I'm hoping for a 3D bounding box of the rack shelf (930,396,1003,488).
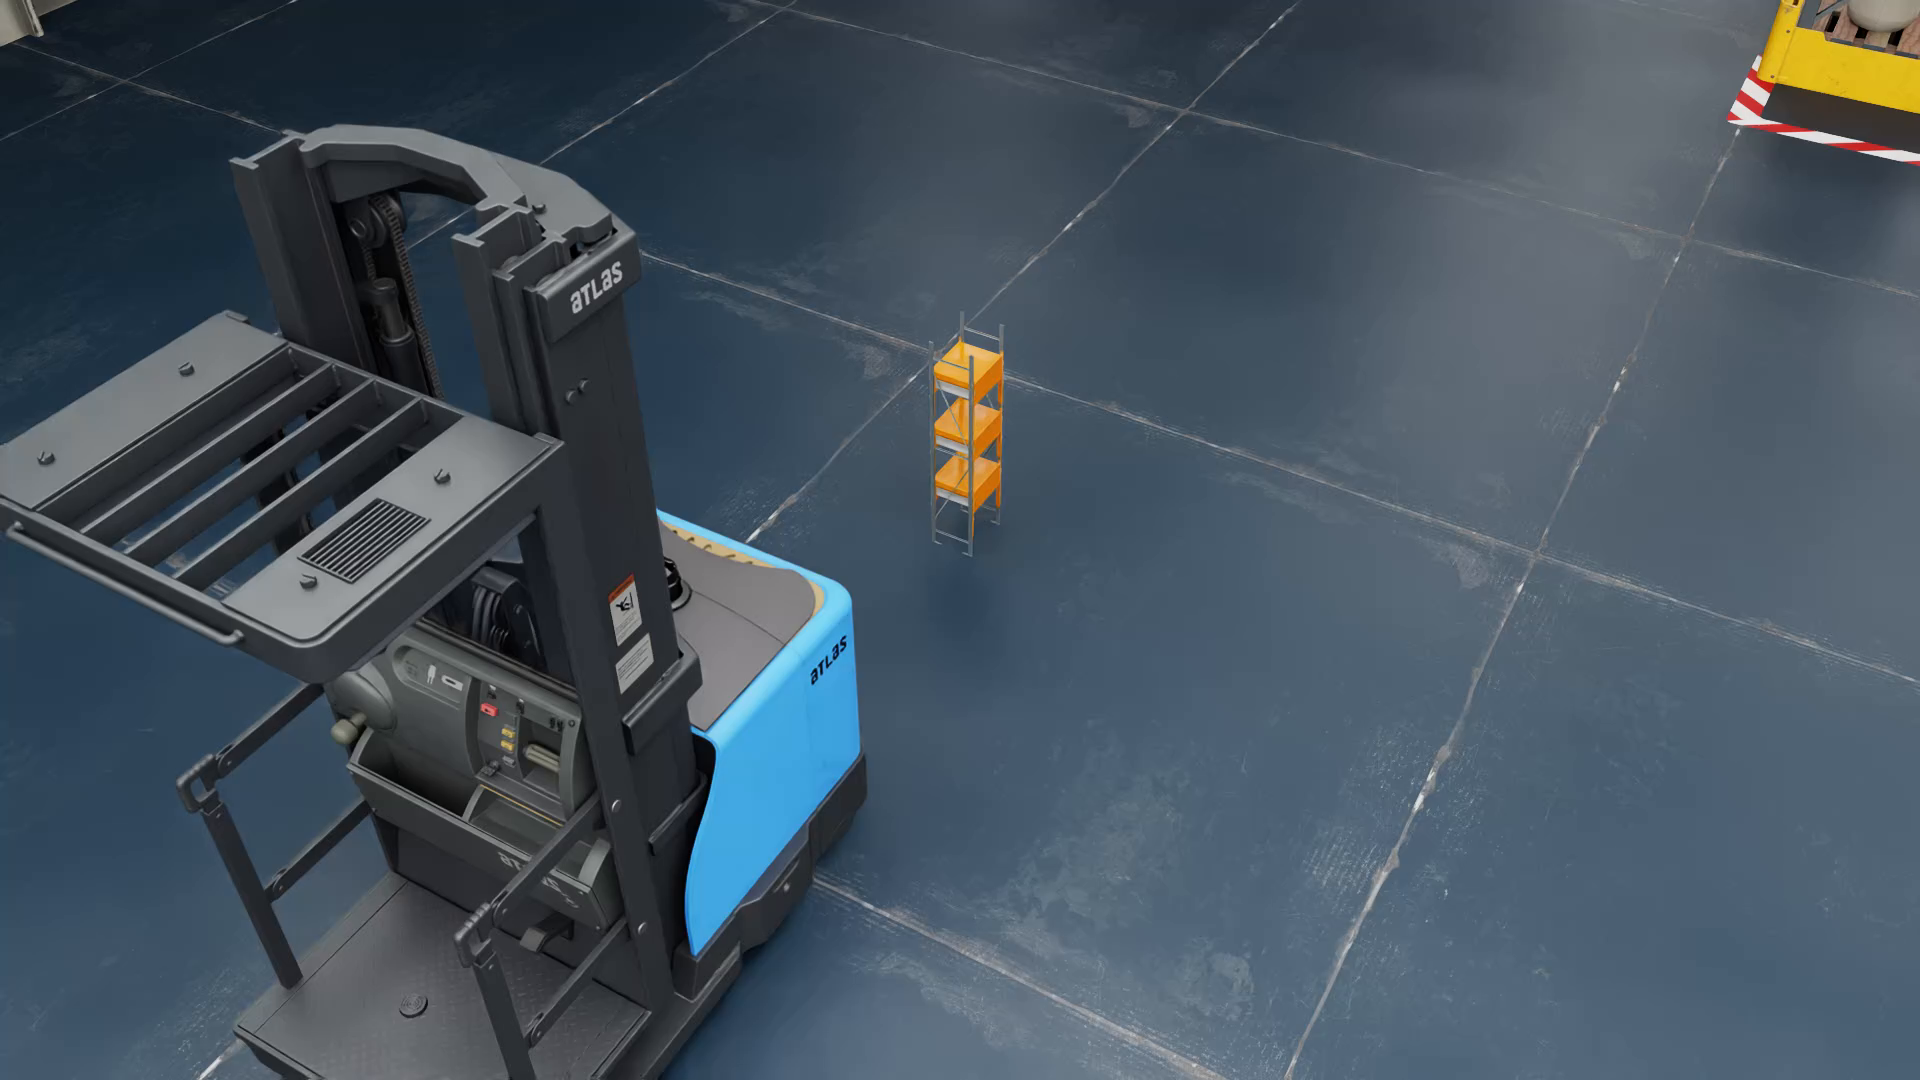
[{"bbox_3d":[0.027,-0.417,6.945,0.215,0.259,0.240,21,45,22],"label":"rack shelf"}]

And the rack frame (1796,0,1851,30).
[{"bbox_3d":[5.651,-3.905,9.415,1.000,3.000,0.127,21,45,22],"label":"rack frame"}]

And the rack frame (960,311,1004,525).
[{"bbox_3d":[0.088,-0.494,7.017,0.200,1.050,0.008,21,45,22],"label":"rack frame"}]

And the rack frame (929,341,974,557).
[{"bbox_3d":[-0.034,-0.355,6.859,0.200,1.050,0.008,21,45,22],"label":"rack frame"}]

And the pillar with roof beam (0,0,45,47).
[{"bbox_3d":[-2.601,-5.263,6.417,9.100,9.000,0.400,21,45,22],"label":"pillar with roof beam"}]

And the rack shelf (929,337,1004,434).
[{"bbox_3d":[0.027,-0.630,6.757,0.215,0.259,0.240,21,45,22],"label":"rack shelf"}]

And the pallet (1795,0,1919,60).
[{"bbox_3d":[6.059,-3.381,10.929,1.003,0.211,1.213,21,45,22],"label":"pallet"}]

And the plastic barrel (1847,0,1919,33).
[{"bbox_3d":[5.914,-3.531,10.555,0.421,0.512,0.421,0,41,0],"label":"plastic barrel"}]

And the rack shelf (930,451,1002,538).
[{"bbox_3d":[0.027,-0.208,7.128,0.215,0.259,0.240,21,45,22],"label":"rack shelf"}]

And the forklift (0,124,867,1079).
[{"bbox_3d":[-1.509,0.547,4.411,1.130,2.935,3.031,21,45,22],"label":"forklift"}]

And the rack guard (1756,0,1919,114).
[{"bbox_3d":[5.648,-3.026,10.308,1.175,0.500,0.348,21,45,22],"label":"rack guard"}]

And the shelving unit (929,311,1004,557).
[{"bbox_3d":[0.027,-0.425,6.938,0.215,1.050,0.252,21,45,22],"label":"shelving unit"}]
